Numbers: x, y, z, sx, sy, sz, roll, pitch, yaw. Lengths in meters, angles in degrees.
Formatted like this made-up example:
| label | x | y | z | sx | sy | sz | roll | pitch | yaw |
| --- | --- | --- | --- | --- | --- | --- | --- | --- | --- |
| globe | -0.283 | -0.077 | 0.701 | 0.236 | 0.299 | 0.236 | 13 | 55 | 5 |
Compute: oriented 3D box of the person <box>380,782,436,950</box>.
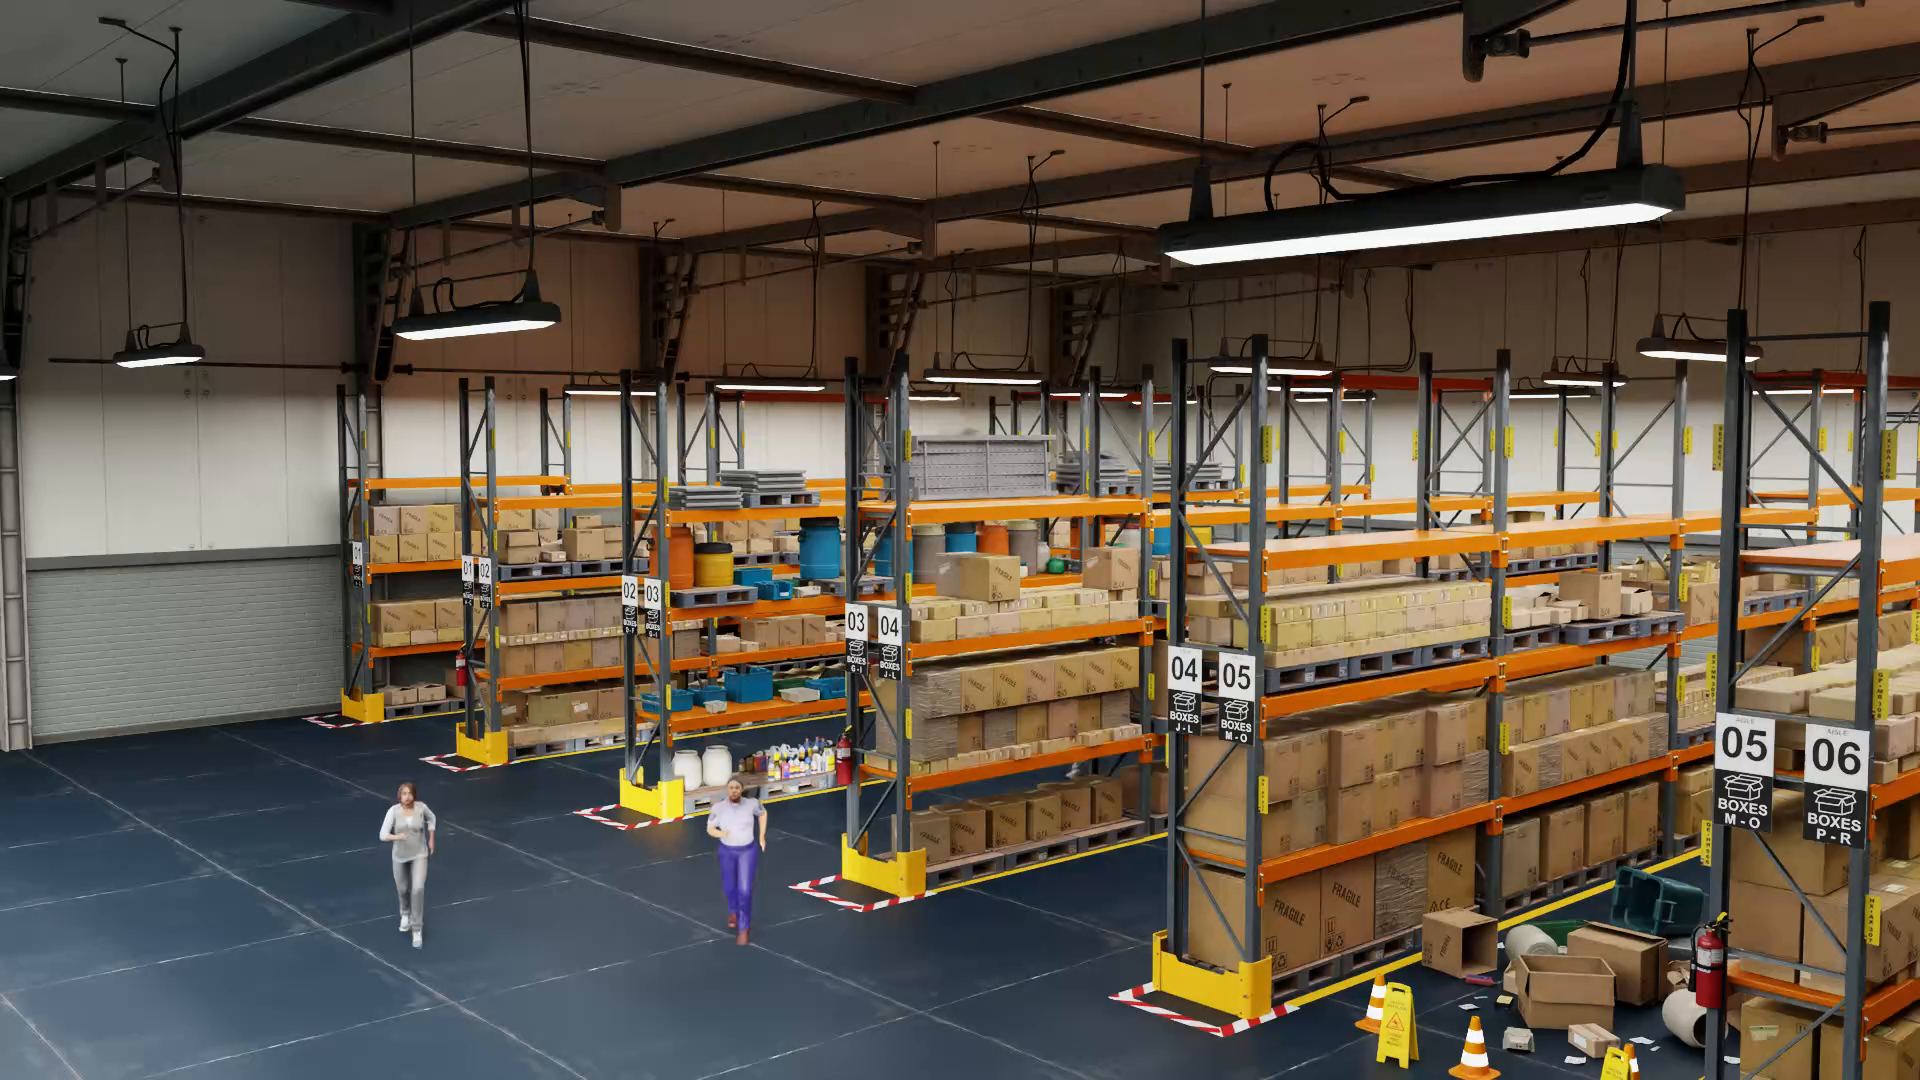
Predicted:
| label | x | y | z | sx | sy | sz | roll | pitch | yaw |
| --- | --- | --- | --- | --- | --- | --- | --- | --- | --- |
| person | -5.579 | 3.250 | 16.826 | 0.530 | 1.648 | 0.770 | -1 | 4 | -16 |

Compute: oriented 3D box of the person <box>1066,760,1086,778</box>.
| label | x | y | z | sx | sy | sz | roll | pitch | yaw |
| --- | --- | --- | --- | --- | --- | --- | --- | --- | --- |
| person | 1.813 | 2.669 | 24.832 | 0.681 | 1.748 | 0.735 | 3 | 5 | 34 |

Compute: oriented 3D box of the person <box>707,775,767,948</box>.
| label | x | y | z | sx | sy | sz | roll | pitch | yaw |
| --- | --- | --- | --- | --- | --- | --- | --- | --- | --- |
| person | -2.272 | 3.239 | 16.930 | 0.573 | 1.695 | 0.839 | 0 | 4 | 0 |
